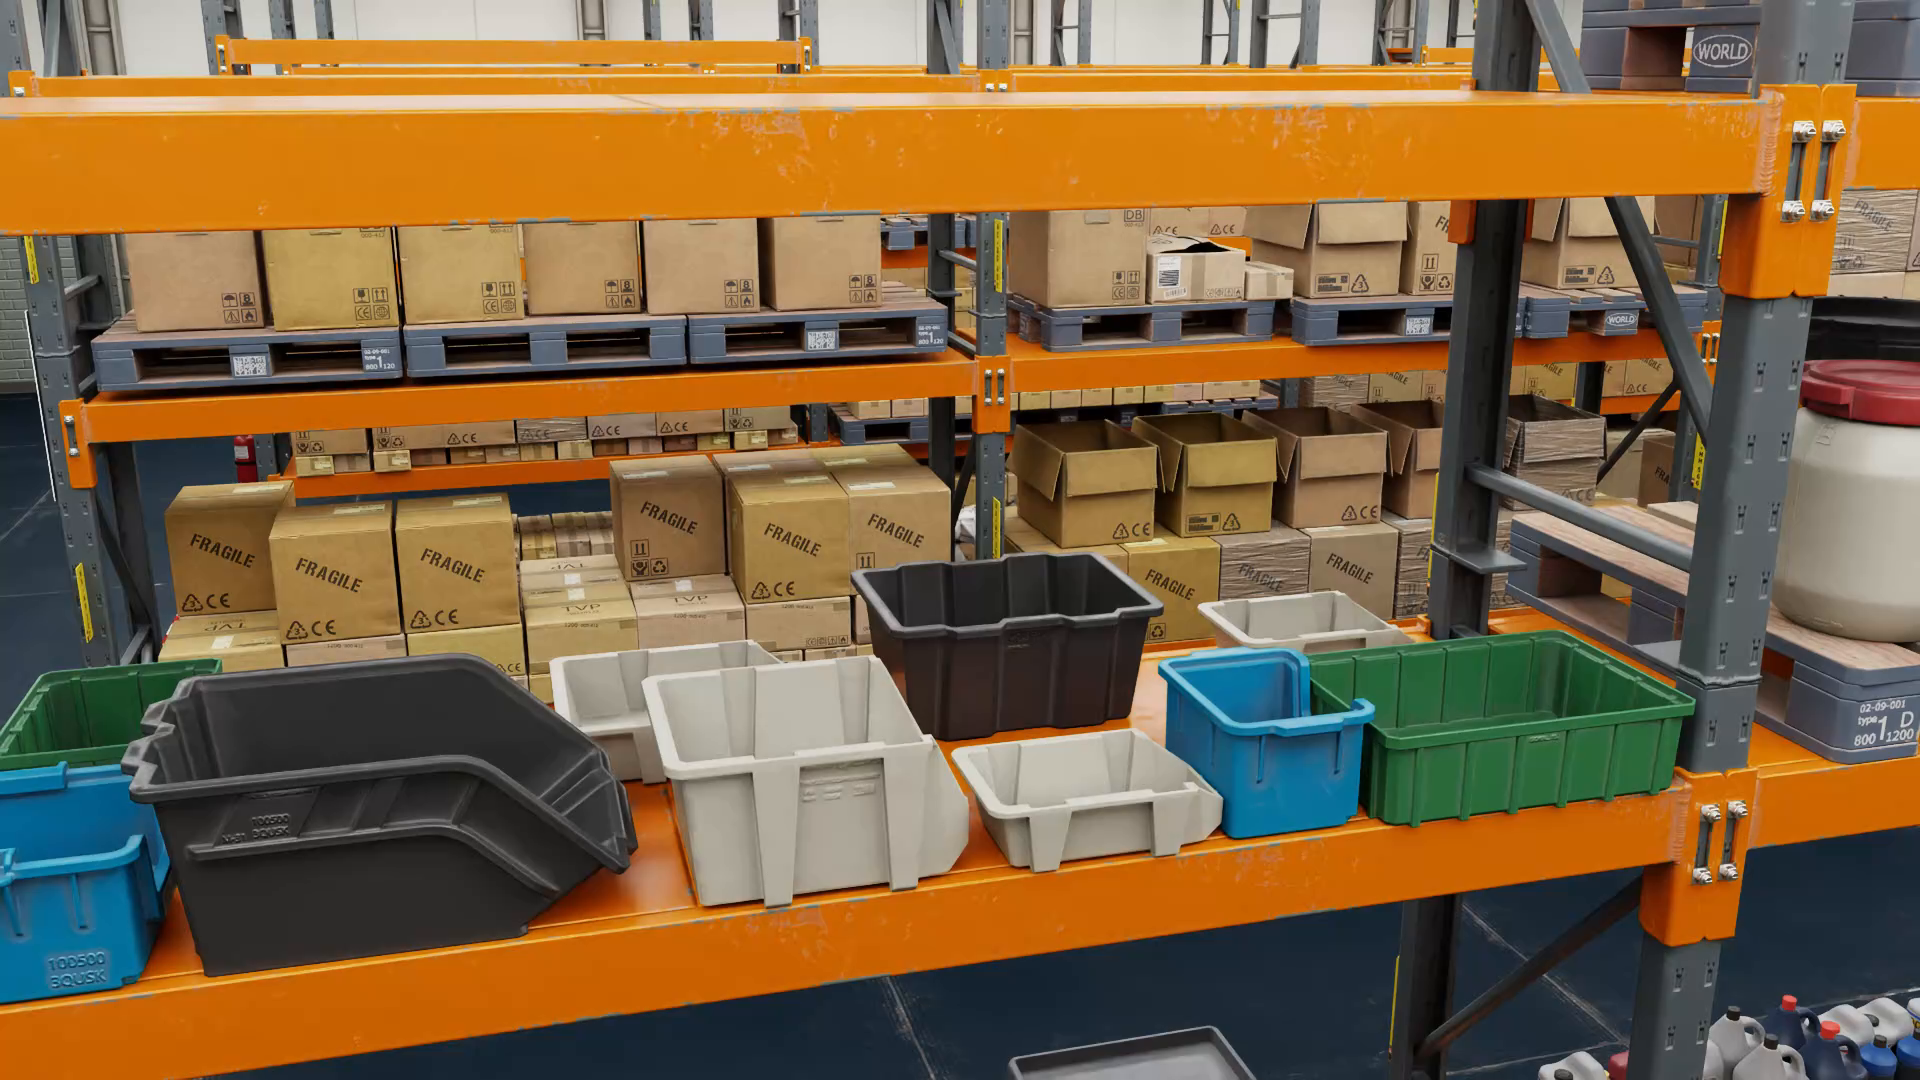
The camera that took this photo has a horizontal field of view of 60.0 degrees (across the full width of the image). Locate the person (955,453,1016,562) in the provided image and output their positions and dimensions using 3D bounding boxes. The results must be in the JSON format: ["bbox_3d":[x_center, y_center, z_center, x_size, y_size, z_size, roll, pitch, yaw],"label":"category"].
[{"bbox_3d":[0.086,0.056,12.291,0.819,1.419,0.424,-5,17,-17],"label":"person"}]
